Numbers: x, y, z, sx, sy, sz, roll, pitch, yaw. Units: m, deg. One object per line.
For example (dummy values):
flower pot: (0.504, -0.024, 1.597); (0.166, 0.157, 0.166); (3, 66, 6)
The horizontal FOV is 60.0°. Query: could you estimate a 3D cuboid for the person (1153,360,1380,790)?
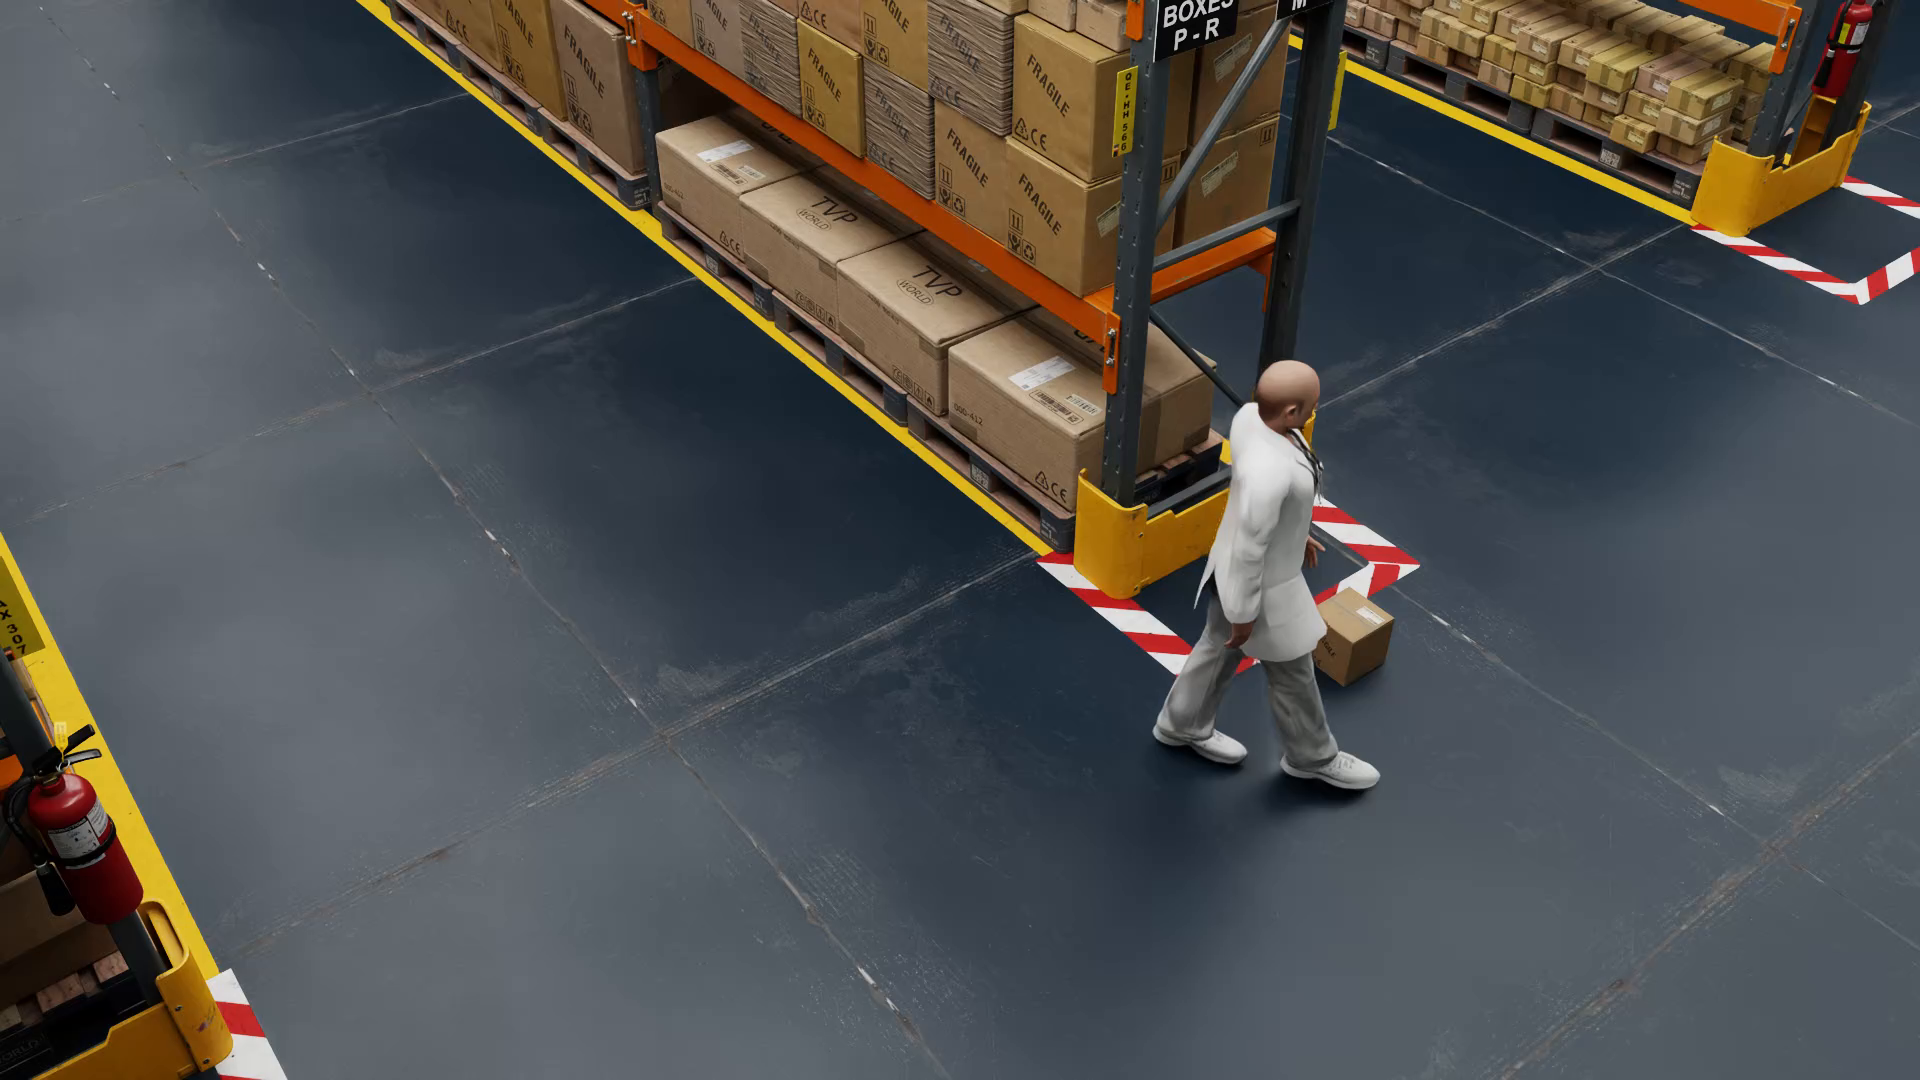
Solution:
person: (1.181, 0.201, 6.080); (0.840, 1.548, 0.612); (0, 40, -1)
